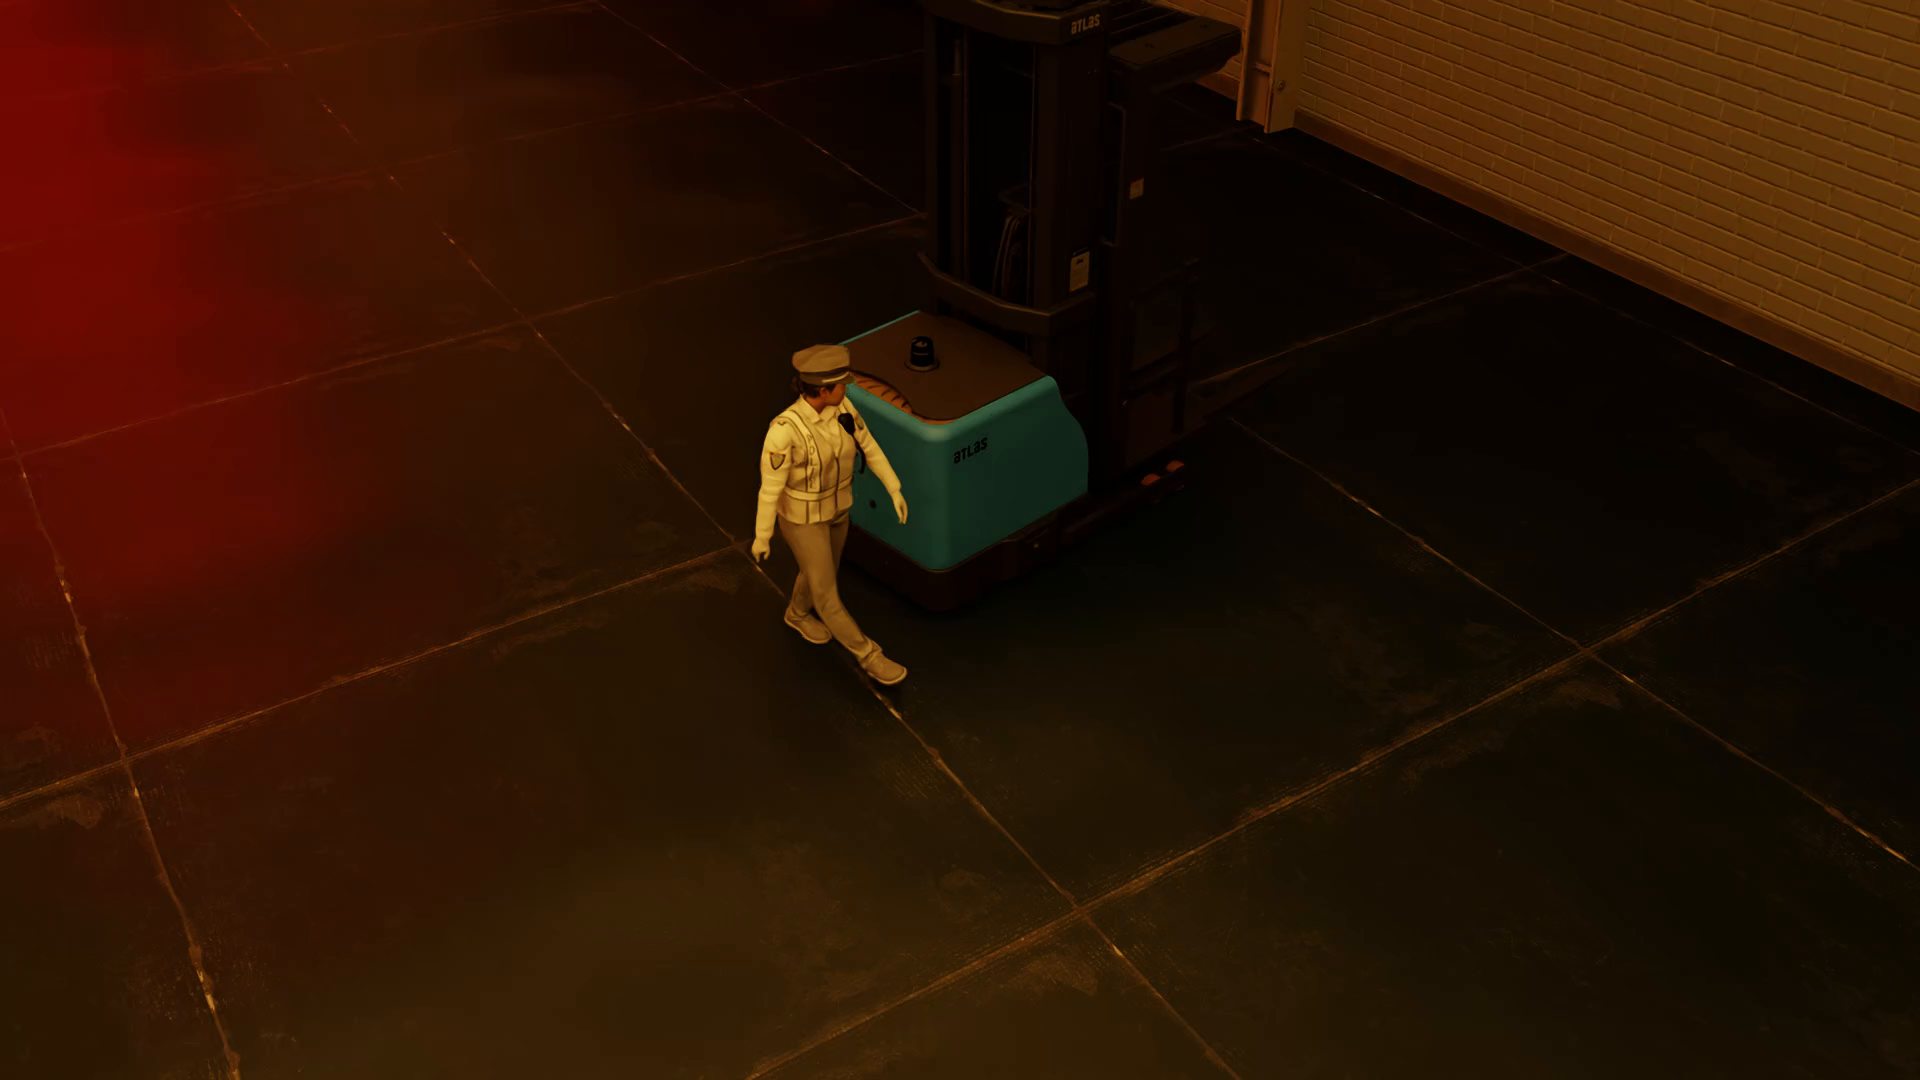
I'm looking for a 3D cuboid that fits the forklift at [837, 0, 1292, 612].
[{"bbox_3d":[0.628,-1.584,8.402,3.031,2.935,1.130,-29,44,-34],"label":"forklift"}]

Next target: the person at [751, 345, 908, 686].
[{"bbox_3d":[-0.556,-0.084,7.412,0.857,1.624,0.658,24,41,30],"label":"person"}]
